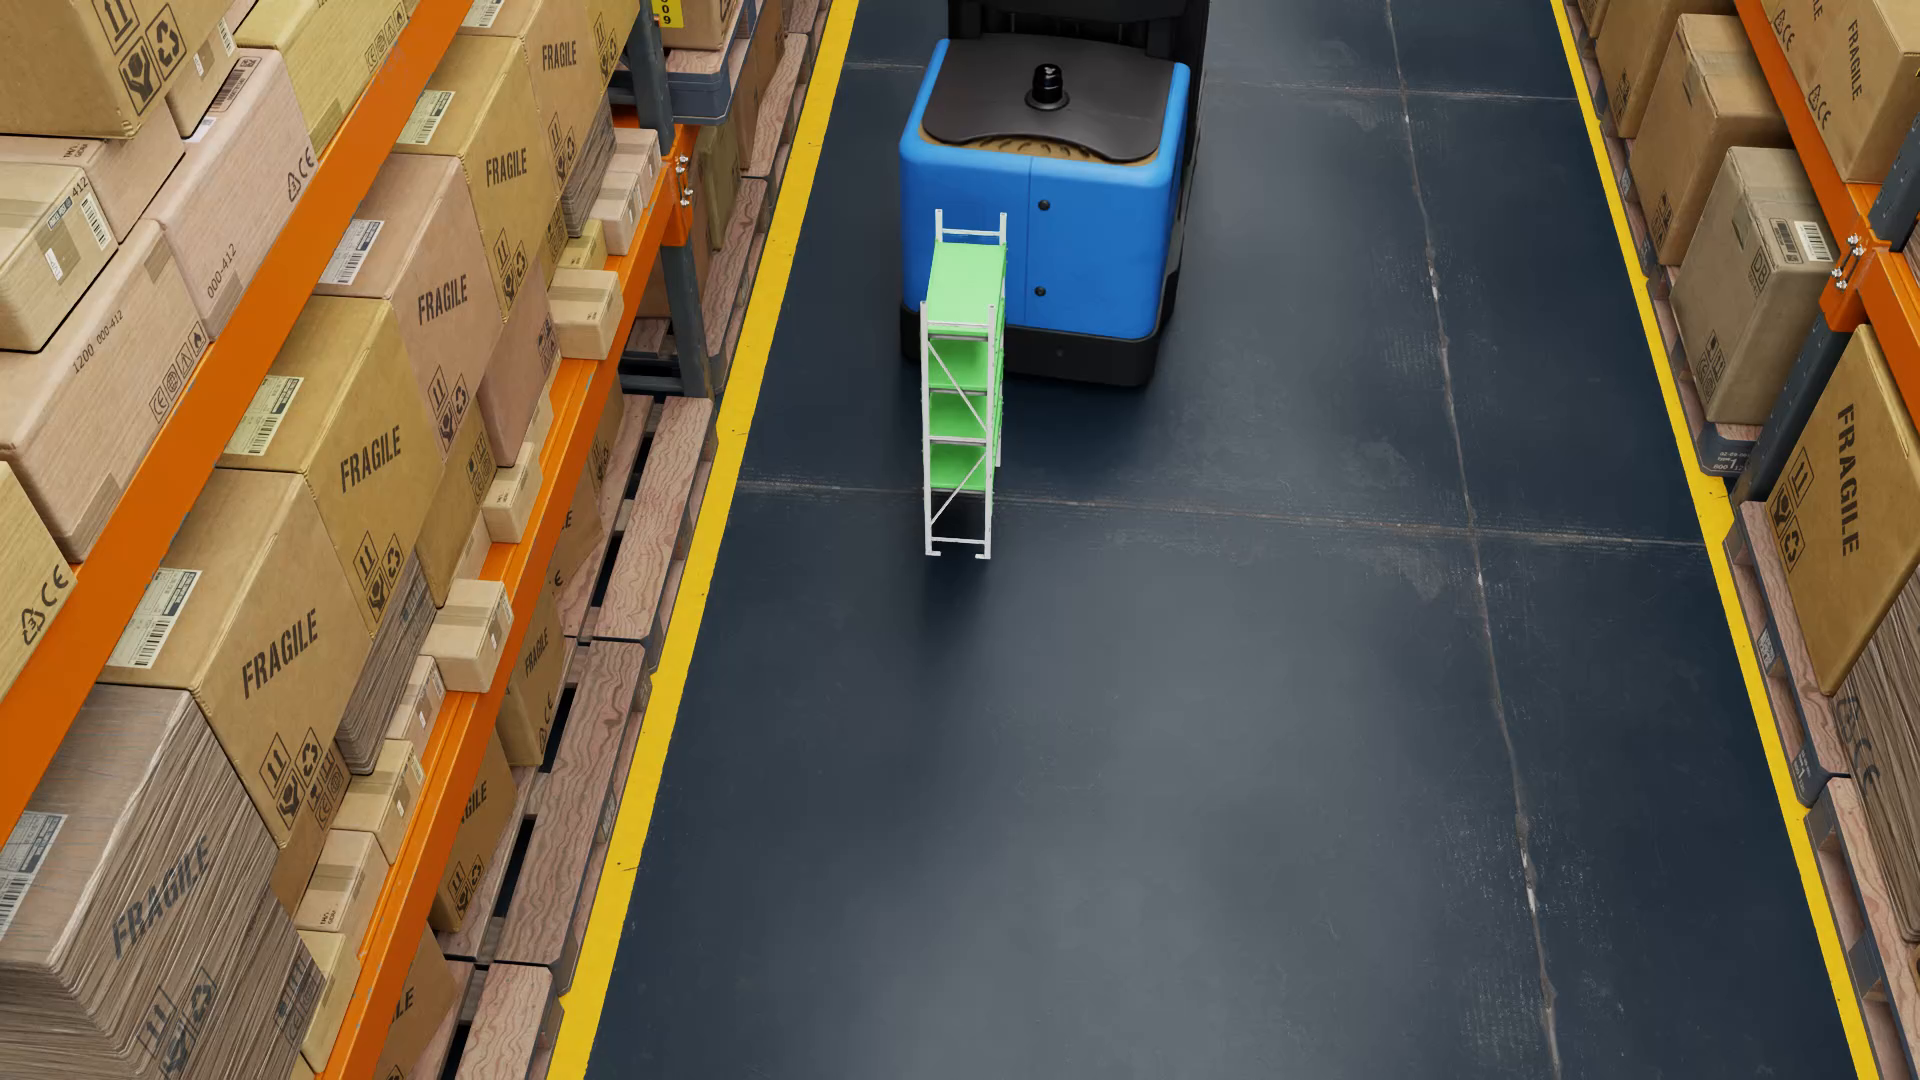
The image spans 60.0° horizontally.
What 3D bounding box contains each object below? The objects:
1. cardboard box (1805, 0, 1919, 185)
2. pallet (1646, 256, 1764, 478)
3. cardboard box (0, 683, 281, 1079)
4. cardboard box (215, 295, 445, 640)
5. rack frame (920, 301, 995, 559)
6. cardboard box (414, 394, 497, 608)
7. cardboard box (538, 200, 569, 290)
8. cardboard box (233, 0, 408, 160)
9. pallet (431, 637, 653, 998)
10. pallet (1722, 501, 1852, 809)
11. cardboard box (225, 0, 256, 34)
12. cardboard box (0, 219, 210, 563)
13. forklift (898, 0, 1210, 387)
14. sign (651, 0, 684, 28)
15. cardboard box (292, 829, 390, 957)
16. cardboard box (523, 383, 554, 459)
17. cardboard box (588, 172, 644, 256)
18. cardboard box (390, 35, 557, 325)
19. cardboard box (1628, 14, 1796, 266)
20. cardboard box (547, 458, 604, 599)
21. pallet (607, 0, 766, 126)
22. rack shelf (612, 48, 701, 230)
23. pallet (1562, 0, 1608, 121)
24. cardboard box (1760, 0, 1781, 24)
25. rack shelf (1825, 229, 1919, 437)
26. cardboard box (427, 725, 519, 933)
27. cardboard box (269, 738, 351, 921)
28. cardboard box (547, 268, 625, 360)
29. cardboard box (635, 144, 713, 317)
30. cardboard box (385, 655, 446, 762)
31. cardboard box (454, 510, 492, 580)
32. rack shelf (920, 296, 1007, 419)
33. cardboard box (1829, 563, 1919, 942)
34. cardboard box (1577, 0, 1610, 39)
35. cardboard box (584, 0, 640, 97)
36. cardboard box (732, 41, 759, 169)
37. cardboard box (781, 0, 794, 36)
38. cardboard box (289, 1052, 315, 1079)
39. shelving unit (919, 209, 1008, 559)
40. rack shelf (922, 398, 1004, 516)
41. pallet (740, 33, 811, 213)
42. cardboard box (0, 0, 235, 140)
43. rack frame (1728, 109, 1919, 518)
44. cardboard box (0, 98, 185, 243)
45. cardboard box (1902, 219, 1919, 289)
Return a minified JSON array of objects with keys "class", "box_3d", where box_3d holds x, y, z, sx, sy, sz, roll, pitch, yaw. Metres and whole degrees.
[{"class":"cardboard box","box_3d":[3.229,-1.532,5.551,0.500,0.500,0.500,4,48,3]},{"class":"pallet","box_3d":[3.443,-0.728,6.773,1.003,0.211,1.213,4,48,4]},{"class":"cardboard box","box_3d":[-1.525,0.577,2.742,0.500,0.500,0.500,4,48,4]},{"class":"cardboard box","box_3d":[-1.428,-0.157,3.414,0.500,0.500,0.500,4,48,4]},{"class":"rack frame","box_3d":[-0.007,-0.347,5.755,0.240,1.200,0.015,4,48,4]},{"class":"cardboard box","box_3d":[-1.697,-0.209,4.139,0.875,0.500,0.500,4,48,4]},{"class":"cardboard box","box_3d":[-1.665,-0.947,4.814,0.875,0.500,0.500,4,48,4]},{"class":"cardboard box","box_3d":[-1.413,-0.990,3.191,0.500,0.250,0.500,5,48,5]},{"class":"pallet","box_3d":[-1.617,0.831,5.347,1.003,0.211,1.213,4,48,4]},{"class":"pallet","box_3d":[3.301,0.398,5.743,1.003,0.211,1.213,4,48,4]},{"class":"cardboard box","box_3d":[-1.463,-0.988,2.920,0.380,0.149,0.250,3,48,3]},{"class":"cardboard box","box_3d":[-1.505,-0.243,2.509,0.500,0.250,0.500,3,48,3]},{"class":"forklift","box_3d":[0.538,-2.716,6.748,1.130,2.935,3.031,8,48,7]},{"class":"sign","box_3d":[-0.941,-1.766,5.246,0.100,0.325,0.005,4,48,4]},{"class":"cardboard box","box_3d":[-1.502,0.776,3.678,0.380,0.149,0.250,4,48,4]},{"class":"cardboard box","box_3d":[-1.372,-0.327,4.687,0.380,0.149,0.250,4,48,4]},{"class":"cardboard box","box_3d":[-1.241,-1.059,5.356,0.380,0.149,0.250,4,48,4]},{"class":"cardboard box","box_3d":[-1.340,-0.892,4.086,0.500,0.500,0.500,4,48,4]},{"class":"cardboard box","box_3d":[3.507,-1.650,6.967,1.050,0.750,0.750,4,48,4]},{"class":"cardboard box","box_3d":[-1.603,-0.090,5.709,0.500,0.500,0.500,18,50,16]},{"class":"pallet","box_3d":[-1.268,-1.992,6.169,1.003,0.211,1.213,4,48,4]},{"class":"rack shelf","box_3d":[-1.300,-2.732,7.203,1.077,0.370,4.000,4,48,4]},{"class":"pallet","box_3d":[3.666,-2.521,8.413,1.003,0.211,1.213,4,48,4]},{"class":"cardboard box","box_3d":[3.321,-2.275,6.230,0.500,0.500,0.500,4,48,4]},{"class":"rack shelf","box_3d":[3.266,0.616,4.142,1.077,0.370,4.000,4,48,4]},{"class":"cardboard box","box_3d":[-1.677,0.778,4.915,0.500,0.500,0.500,8,48,7]},{"class":"cardboard box","box_3d":[-1.843,0.523,3.470,0.875,0.500,0.500,4,48,4]},{"class":"cardboard box","box_3d":[-1.236,-0.688,5.017,0.380,0.149,0.250,4,48,4]},{"class":"cardboard box","box_3d":[-1.405,-1.259,6.765,0.700,0.500,0.500,1,48,1]},{"class":"cardboard box","box_3d":[-1.476,0.407,4.015,0.380,0.149,0.250,4,48,4]},{"class":"cardboard box","box_3d":[-1.459,0.038,4.353,0.380,0.149,0.250,4,48,4]},{"class":"rack shelf","box_3d":[0.015,-0.645,5.789,0.258,0.148,0.480,4,48,4]},{"class":"cardboard box","box_3d":[3.243,0.599,4.825,0.875,0.875,0.875,4,48,4]},{"class":"cardboard box","box_3d":[3.667,-2.977,8.180,1.050,0.750,0.750,3,48,3]},{"class":"cardboard box","box_3d":[-1.249,-1.627,4.759,0.500,0.500,0.500,4,48,4]},{"class":"cardboard box","box_3d":[-1.292,-2.020,7.460,0.700,0.500,0.500,0,48,0]},{"class":"cardboard box","box_3d":[-1.197,-2.847,8.217,0.700,0.500,0.500,0,48,0]},{"class":"cardboard box","box_3d":[-1.541,1.144,3.342,0.380,0.149,0.250,4,48,4]},{"class":"shelving unit","box_3d":[0.015,-0.527,5.919,0.258,1.200,0.503,4,48,4]},{"class":"rack shelf","box_3d":[0.015,-0.321,6.143,0.258,0.148,0.480,4,48,4]},{"class":"pallet","box_3d":[-1.304,-2.035,7.968,1.003,0.211,1.213,4,48,4]},{"class":"cardboard box","box_3d":[-1.442,-0.953,2.448,0.500,0.500,0.500,4,48,3]},{"class":"rack frame","box_3d":[3.448,-1.097,5.221,1.000,3.000,0.127,4,48,4]},{"class":"cardboard box","box_3d":[-1.449,-0.600,2.565,0.380,0.149,0.250,4,48,3]},{"class":"cardboard box","box_3d":[3.426,-0.876,4.916,0.875,0.550,0.550,4,48,4]}]
